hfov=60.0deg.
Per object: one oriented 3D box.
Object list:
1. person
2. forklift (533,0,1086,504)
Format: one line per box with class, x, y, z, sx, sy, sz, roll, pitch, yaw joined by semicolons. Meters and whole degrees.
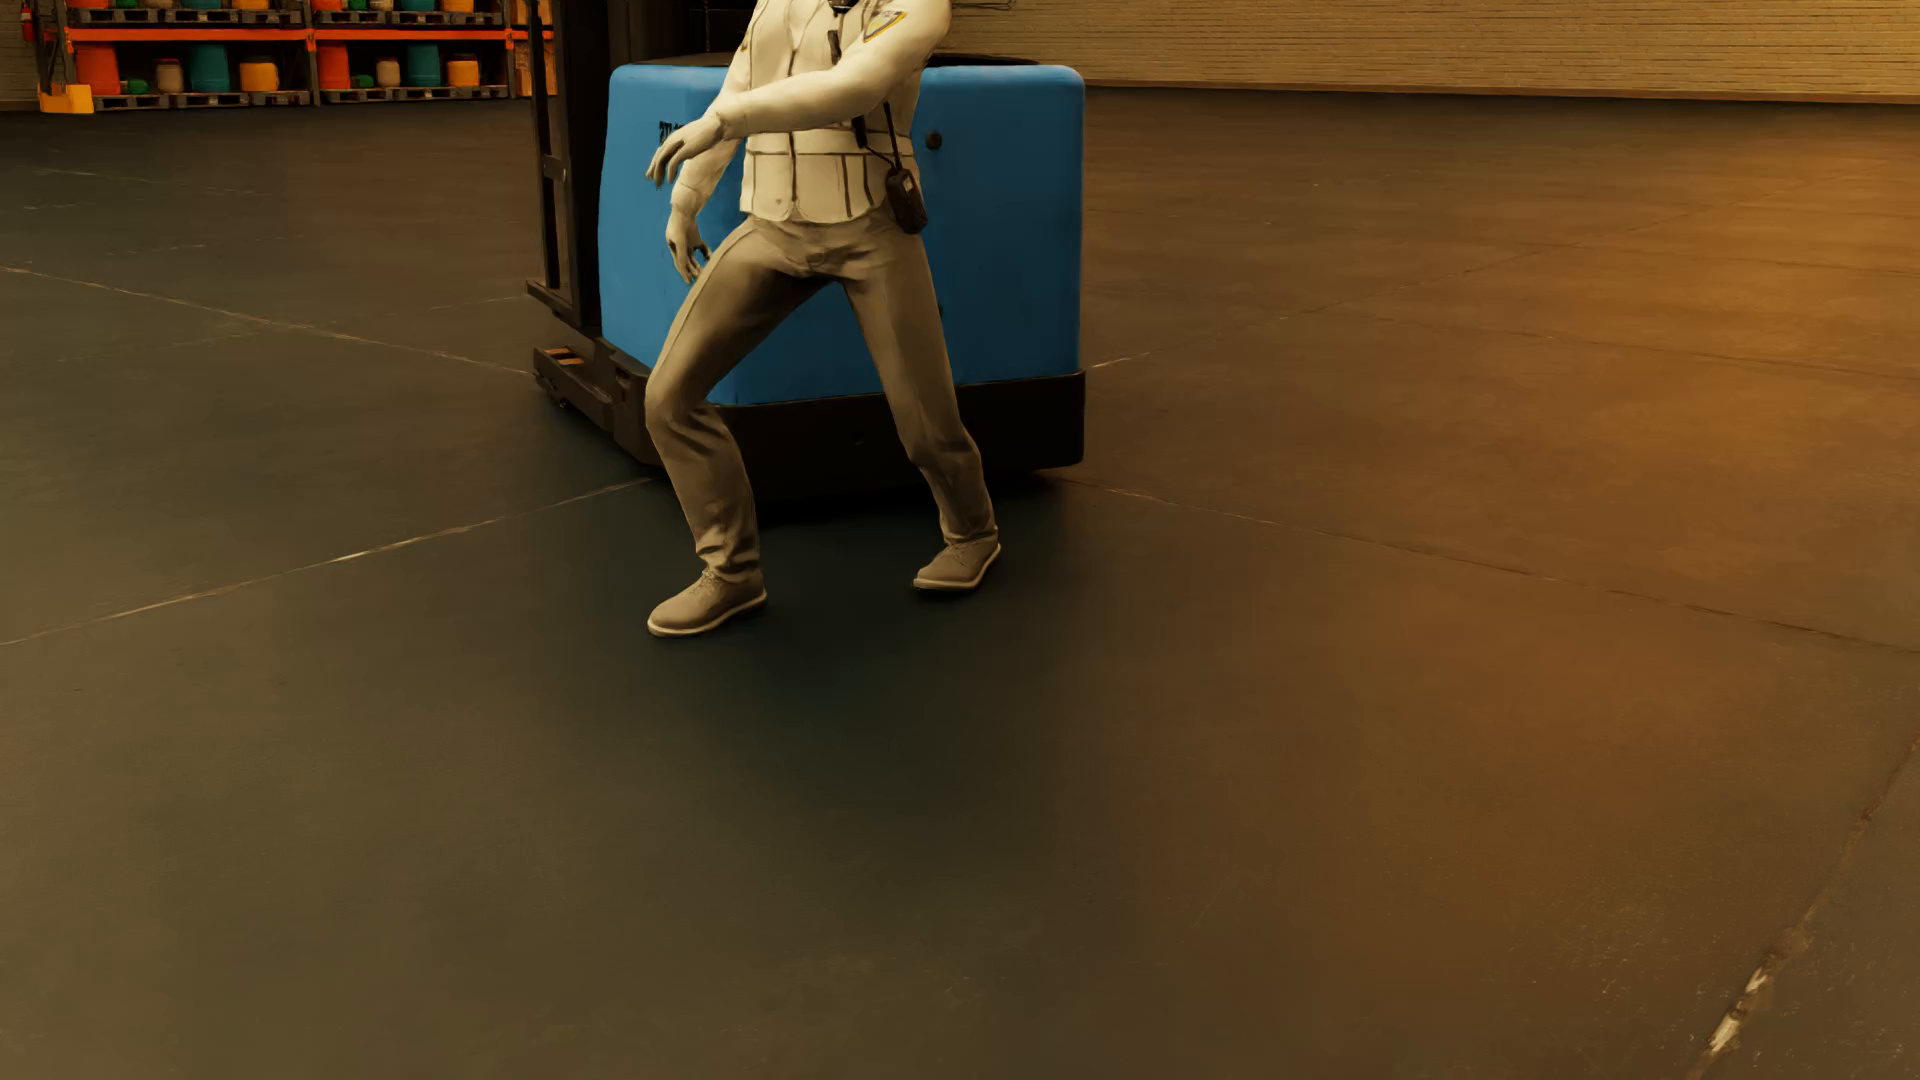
person;-0.324;-0.604;3.286;0.670;1.550;0.786;8;19;25
forklift;-0.526;-1.695;4.588;1.129;2.867;1.939;-8;19;-24
